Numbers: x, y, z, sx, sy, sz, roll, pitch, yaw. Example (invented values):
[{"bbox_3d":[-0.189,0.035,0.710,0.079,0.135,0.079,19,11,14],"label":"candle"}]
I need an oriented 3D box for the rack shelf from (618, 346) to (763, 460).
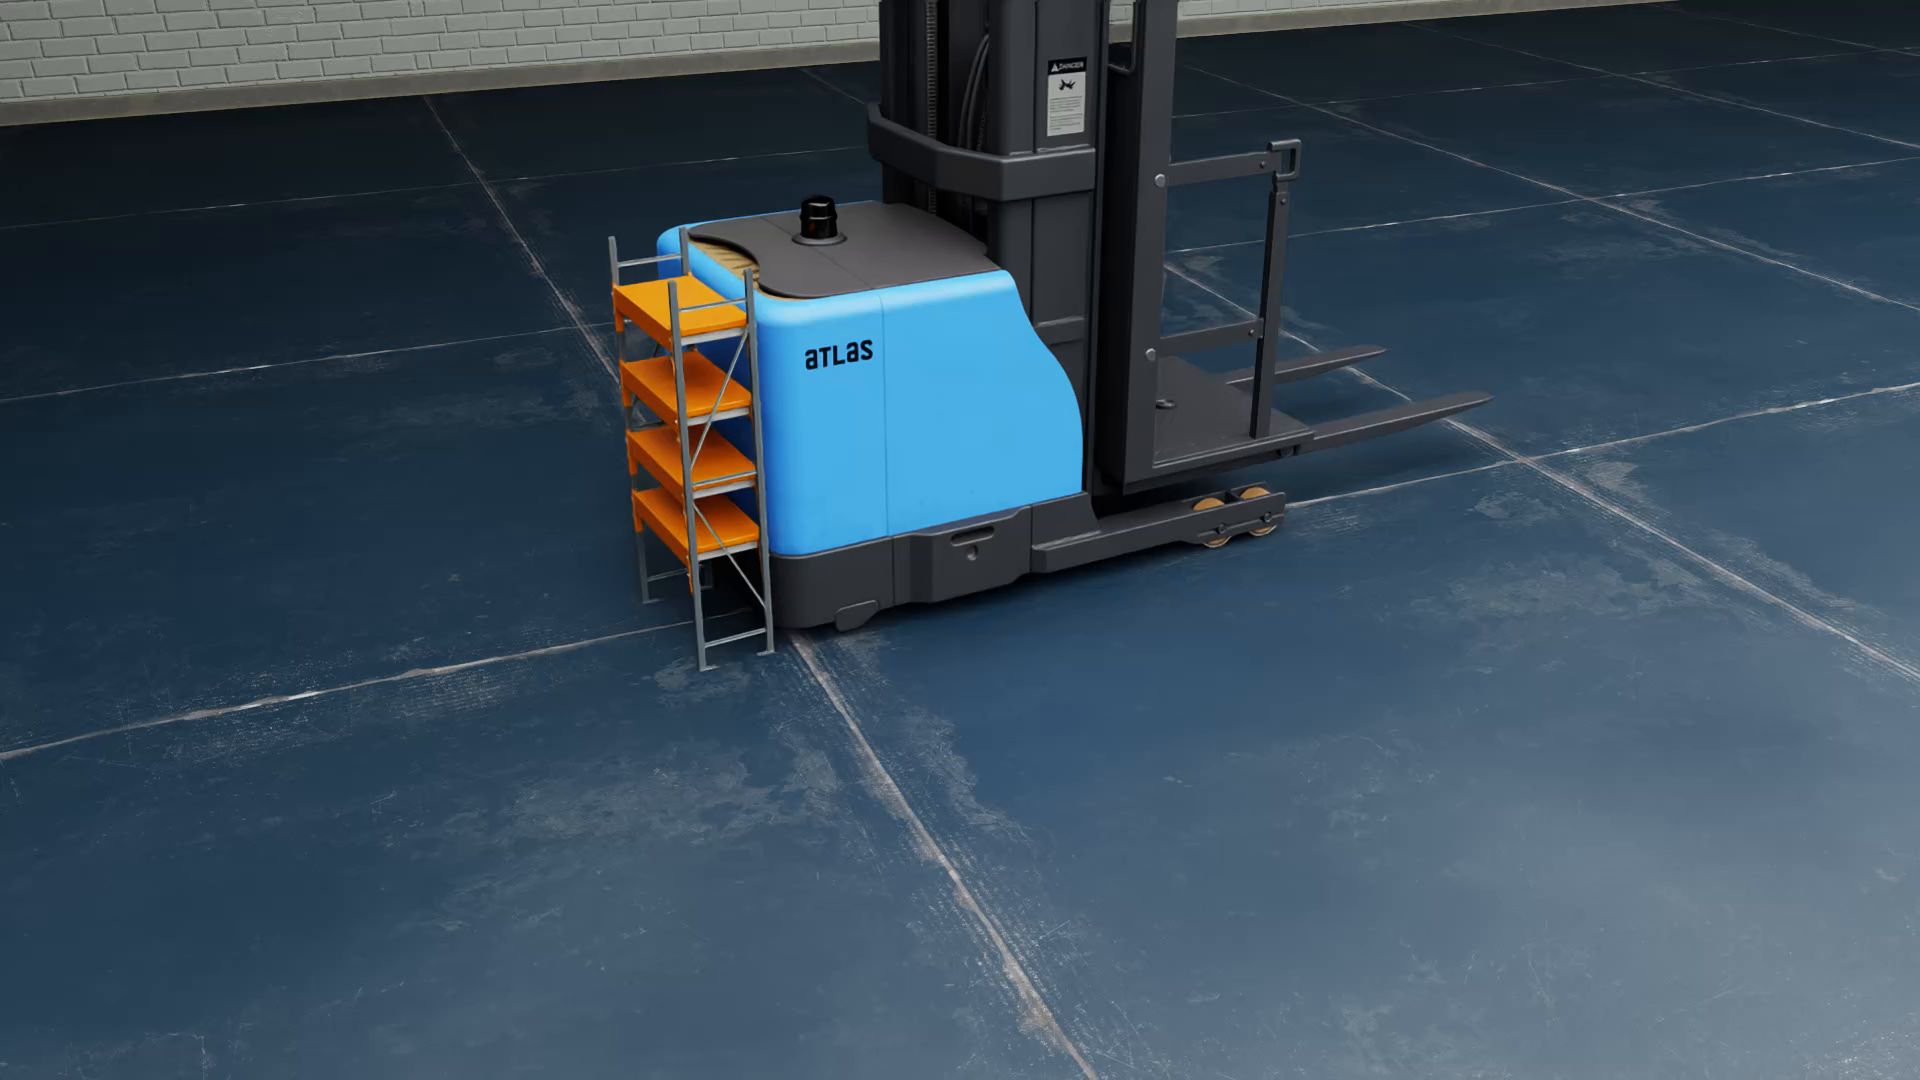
[{"bbox_3d":[-0.792,-0.407,4.859,0.258,0.148,0.480,-14,29,-26],"label":"rack shelf"}]

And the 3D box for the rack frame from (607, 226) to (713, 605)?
[{"bbox_3d":[-0.913,-0.359,5.118,0.240,1.200,0.015,-14,29,-26],"label":"rack frame"}]

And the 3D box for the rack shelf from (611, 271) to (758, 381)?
[{"bbox_3d":[-0.792,-0.619,4.755,0.258,0.148,0.480,-14,29,-26],"label":"rack shelf"}]

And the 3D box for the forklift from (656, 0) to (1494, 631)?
[{"bbox_3d":[0.551,-1.482,5.444,3.031,2.935,1.130,-13,29,-25],"label":"forklift"}]

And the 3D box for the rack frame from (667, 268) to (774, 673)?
[{"bbox_3d":[-0.672,-0.173,4.737,0.240,1.200,0.015,-14,29,-26],"label":"rack frame"}]

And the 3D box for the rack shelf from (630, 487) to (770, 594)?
[{"bbox_3d":[-0.792,-0.027,5.044,0.258,0.148,0.480,-14,29,-26],"label":"rack shelf"}]

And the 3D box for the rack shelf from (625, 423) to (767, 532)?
[{"bbox_3d":[-0.792,-0.206,4.957,0.258,0.148,0.480,-14,29,-26],"label":"rack shelf"}]

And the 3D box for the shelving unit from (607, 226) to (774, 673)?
[{"bbox_3d":[-0.792,-0.266,4.928,0.258,1.200,0.503,-14,29,-26],"label":"shelving unit"}]
